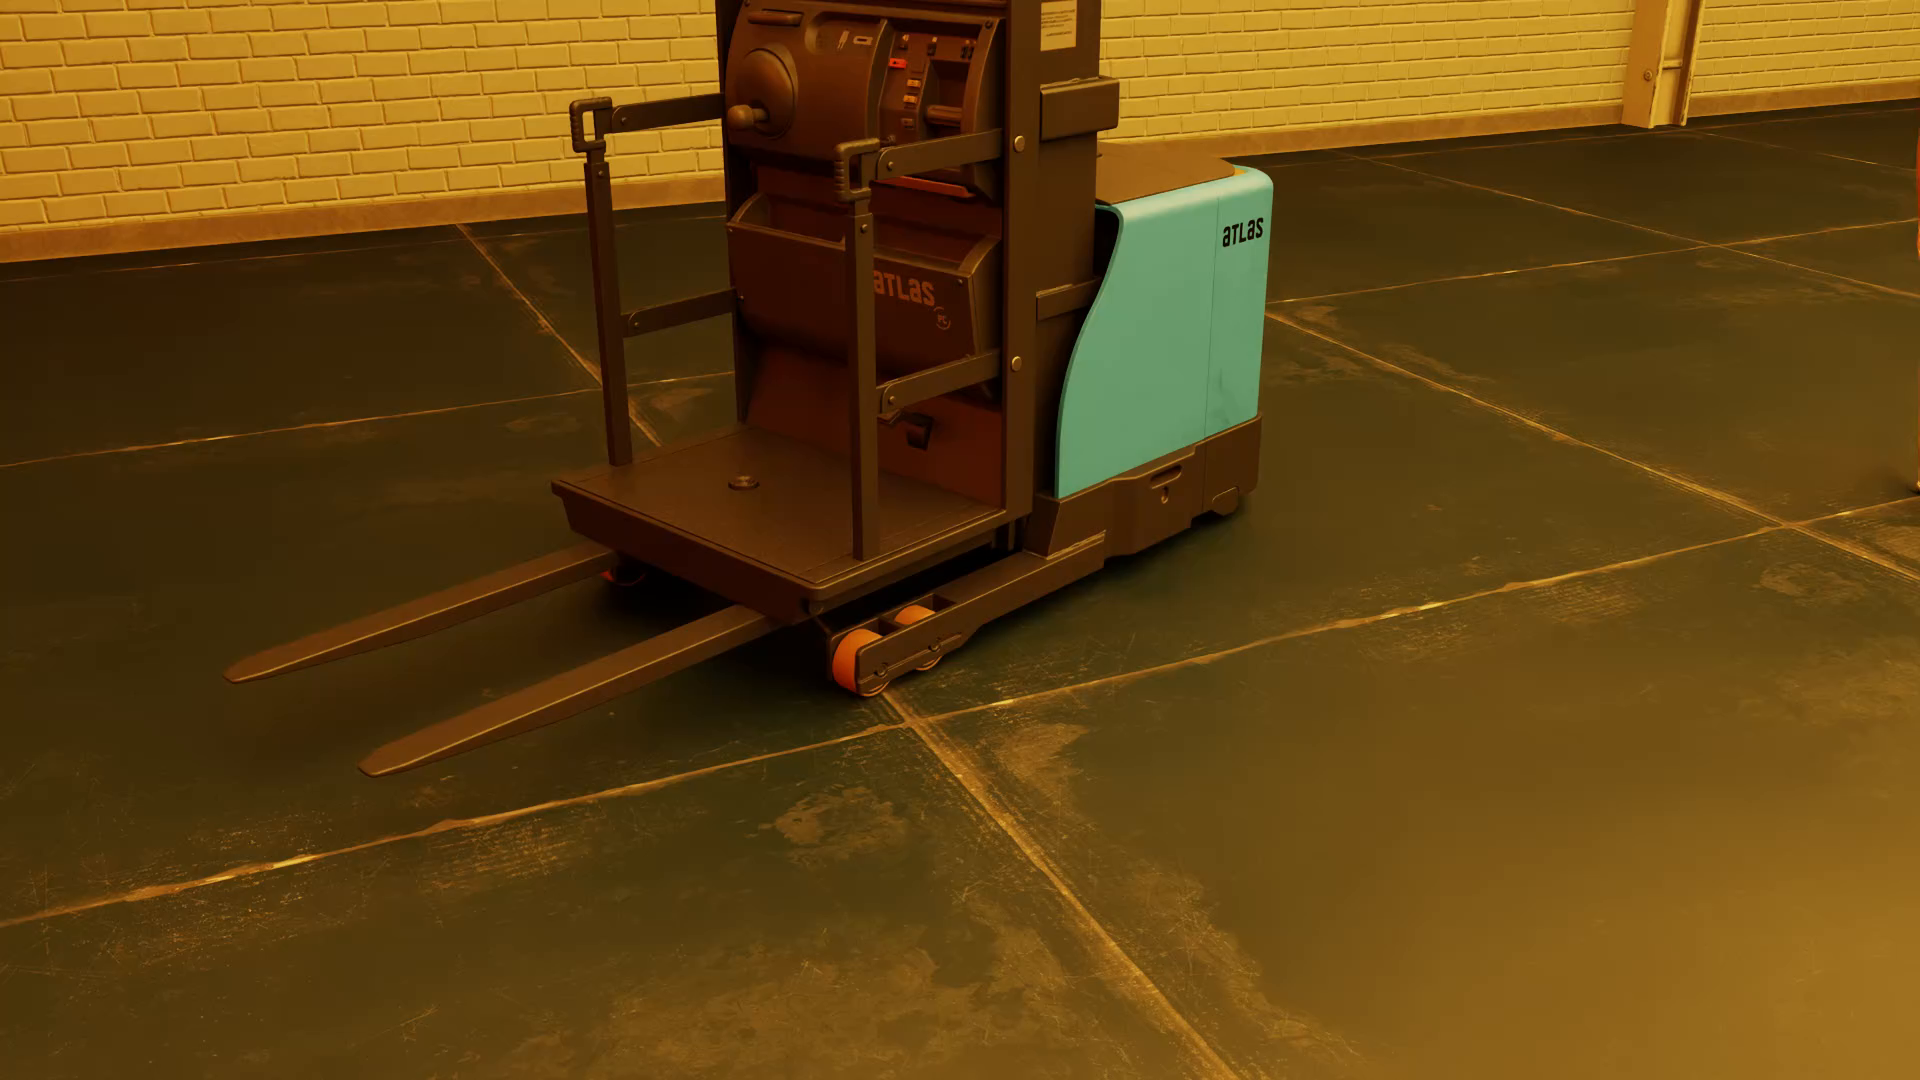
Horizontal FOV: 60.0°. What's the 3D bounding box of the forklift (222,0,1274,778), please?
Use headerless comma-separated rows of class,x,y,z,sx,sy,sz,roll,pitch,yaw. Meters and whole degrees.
forklift,-0.413,-1.182,4.131,1.130,2.935,3.031,19,29,39

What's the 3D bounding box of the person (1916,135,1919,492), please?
person,3.291,-0.945,5.121,0.534,1.733,0.628,-12,26,-27
